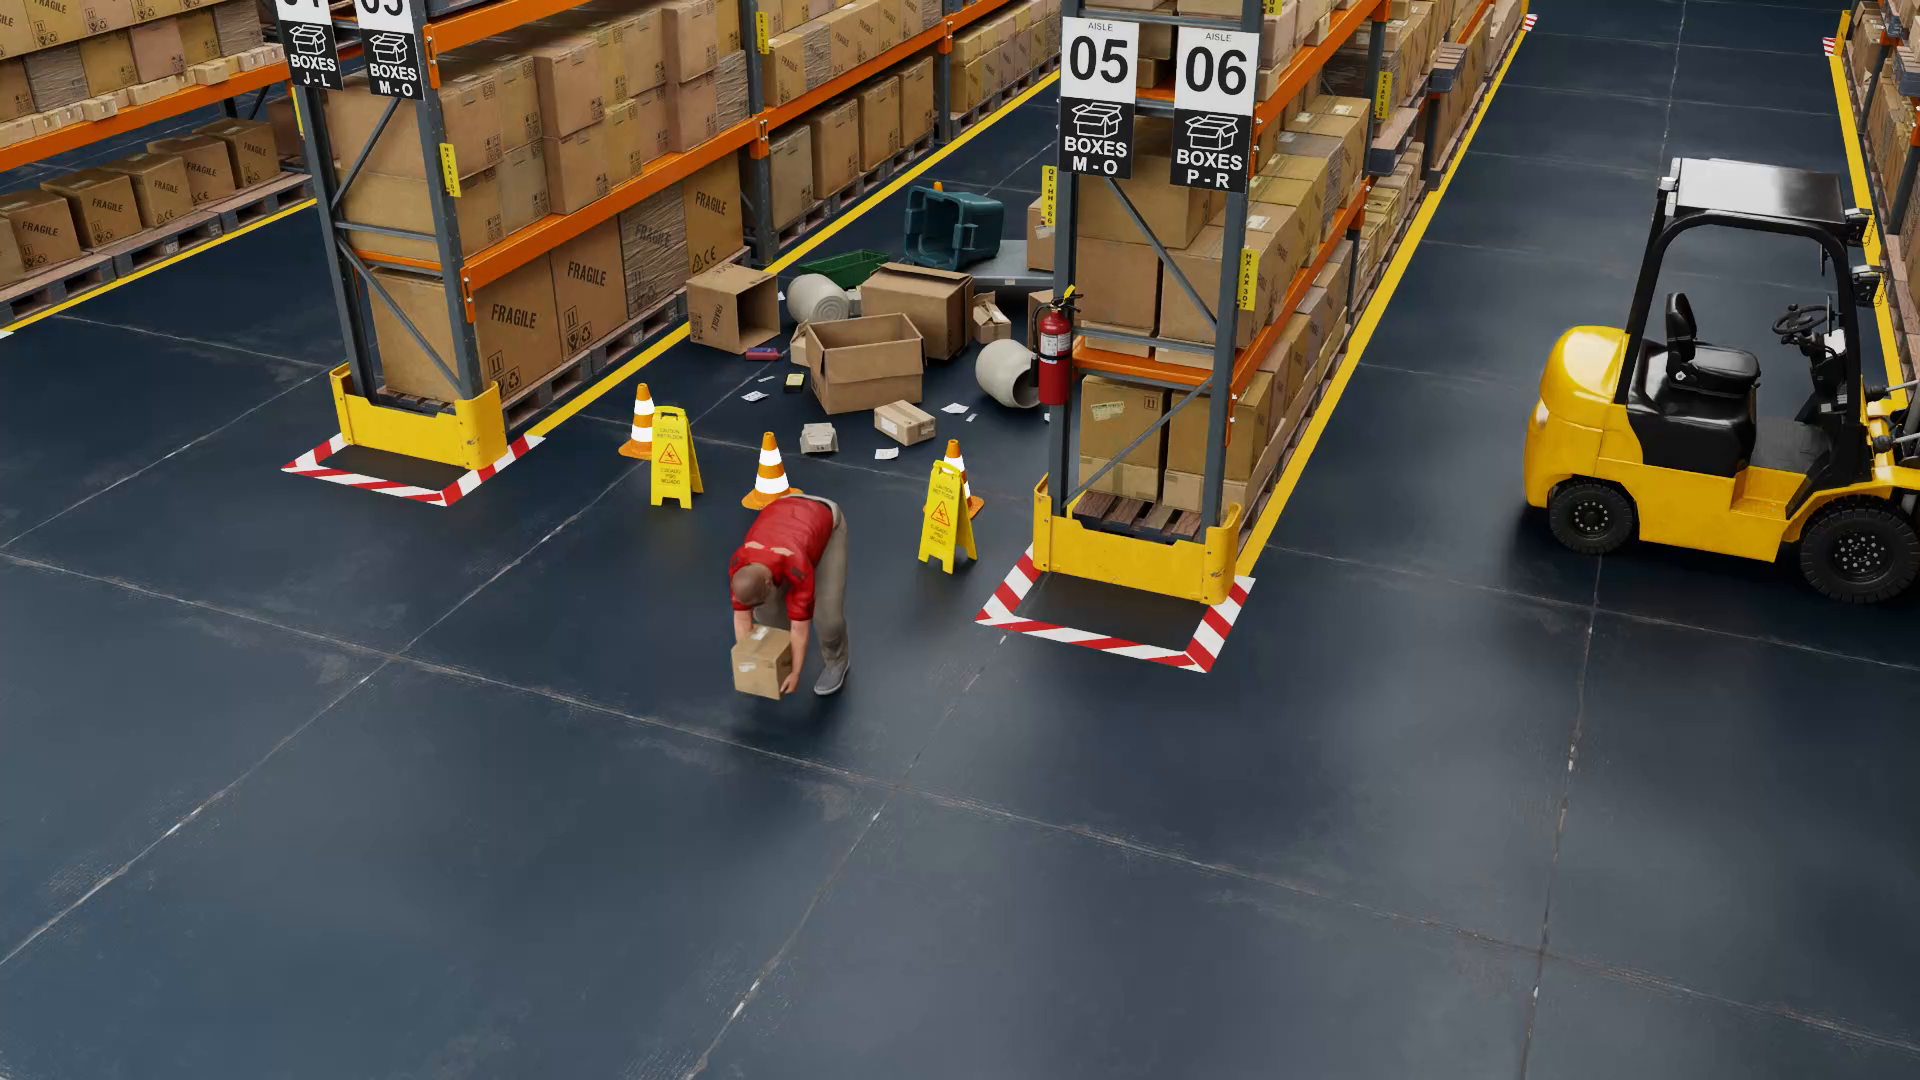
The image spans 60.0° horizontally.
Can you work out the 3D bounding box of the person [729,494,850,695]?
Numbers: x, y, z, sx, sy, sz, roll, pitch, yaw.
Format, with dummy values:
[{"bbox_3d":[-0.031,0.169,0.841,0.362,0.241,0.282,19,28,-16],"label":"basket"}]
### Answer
[{"bbox_3d":[-0.884,0.362,8.468,0.508,1.049,0.963,10,31,17],"label":"person"}]
